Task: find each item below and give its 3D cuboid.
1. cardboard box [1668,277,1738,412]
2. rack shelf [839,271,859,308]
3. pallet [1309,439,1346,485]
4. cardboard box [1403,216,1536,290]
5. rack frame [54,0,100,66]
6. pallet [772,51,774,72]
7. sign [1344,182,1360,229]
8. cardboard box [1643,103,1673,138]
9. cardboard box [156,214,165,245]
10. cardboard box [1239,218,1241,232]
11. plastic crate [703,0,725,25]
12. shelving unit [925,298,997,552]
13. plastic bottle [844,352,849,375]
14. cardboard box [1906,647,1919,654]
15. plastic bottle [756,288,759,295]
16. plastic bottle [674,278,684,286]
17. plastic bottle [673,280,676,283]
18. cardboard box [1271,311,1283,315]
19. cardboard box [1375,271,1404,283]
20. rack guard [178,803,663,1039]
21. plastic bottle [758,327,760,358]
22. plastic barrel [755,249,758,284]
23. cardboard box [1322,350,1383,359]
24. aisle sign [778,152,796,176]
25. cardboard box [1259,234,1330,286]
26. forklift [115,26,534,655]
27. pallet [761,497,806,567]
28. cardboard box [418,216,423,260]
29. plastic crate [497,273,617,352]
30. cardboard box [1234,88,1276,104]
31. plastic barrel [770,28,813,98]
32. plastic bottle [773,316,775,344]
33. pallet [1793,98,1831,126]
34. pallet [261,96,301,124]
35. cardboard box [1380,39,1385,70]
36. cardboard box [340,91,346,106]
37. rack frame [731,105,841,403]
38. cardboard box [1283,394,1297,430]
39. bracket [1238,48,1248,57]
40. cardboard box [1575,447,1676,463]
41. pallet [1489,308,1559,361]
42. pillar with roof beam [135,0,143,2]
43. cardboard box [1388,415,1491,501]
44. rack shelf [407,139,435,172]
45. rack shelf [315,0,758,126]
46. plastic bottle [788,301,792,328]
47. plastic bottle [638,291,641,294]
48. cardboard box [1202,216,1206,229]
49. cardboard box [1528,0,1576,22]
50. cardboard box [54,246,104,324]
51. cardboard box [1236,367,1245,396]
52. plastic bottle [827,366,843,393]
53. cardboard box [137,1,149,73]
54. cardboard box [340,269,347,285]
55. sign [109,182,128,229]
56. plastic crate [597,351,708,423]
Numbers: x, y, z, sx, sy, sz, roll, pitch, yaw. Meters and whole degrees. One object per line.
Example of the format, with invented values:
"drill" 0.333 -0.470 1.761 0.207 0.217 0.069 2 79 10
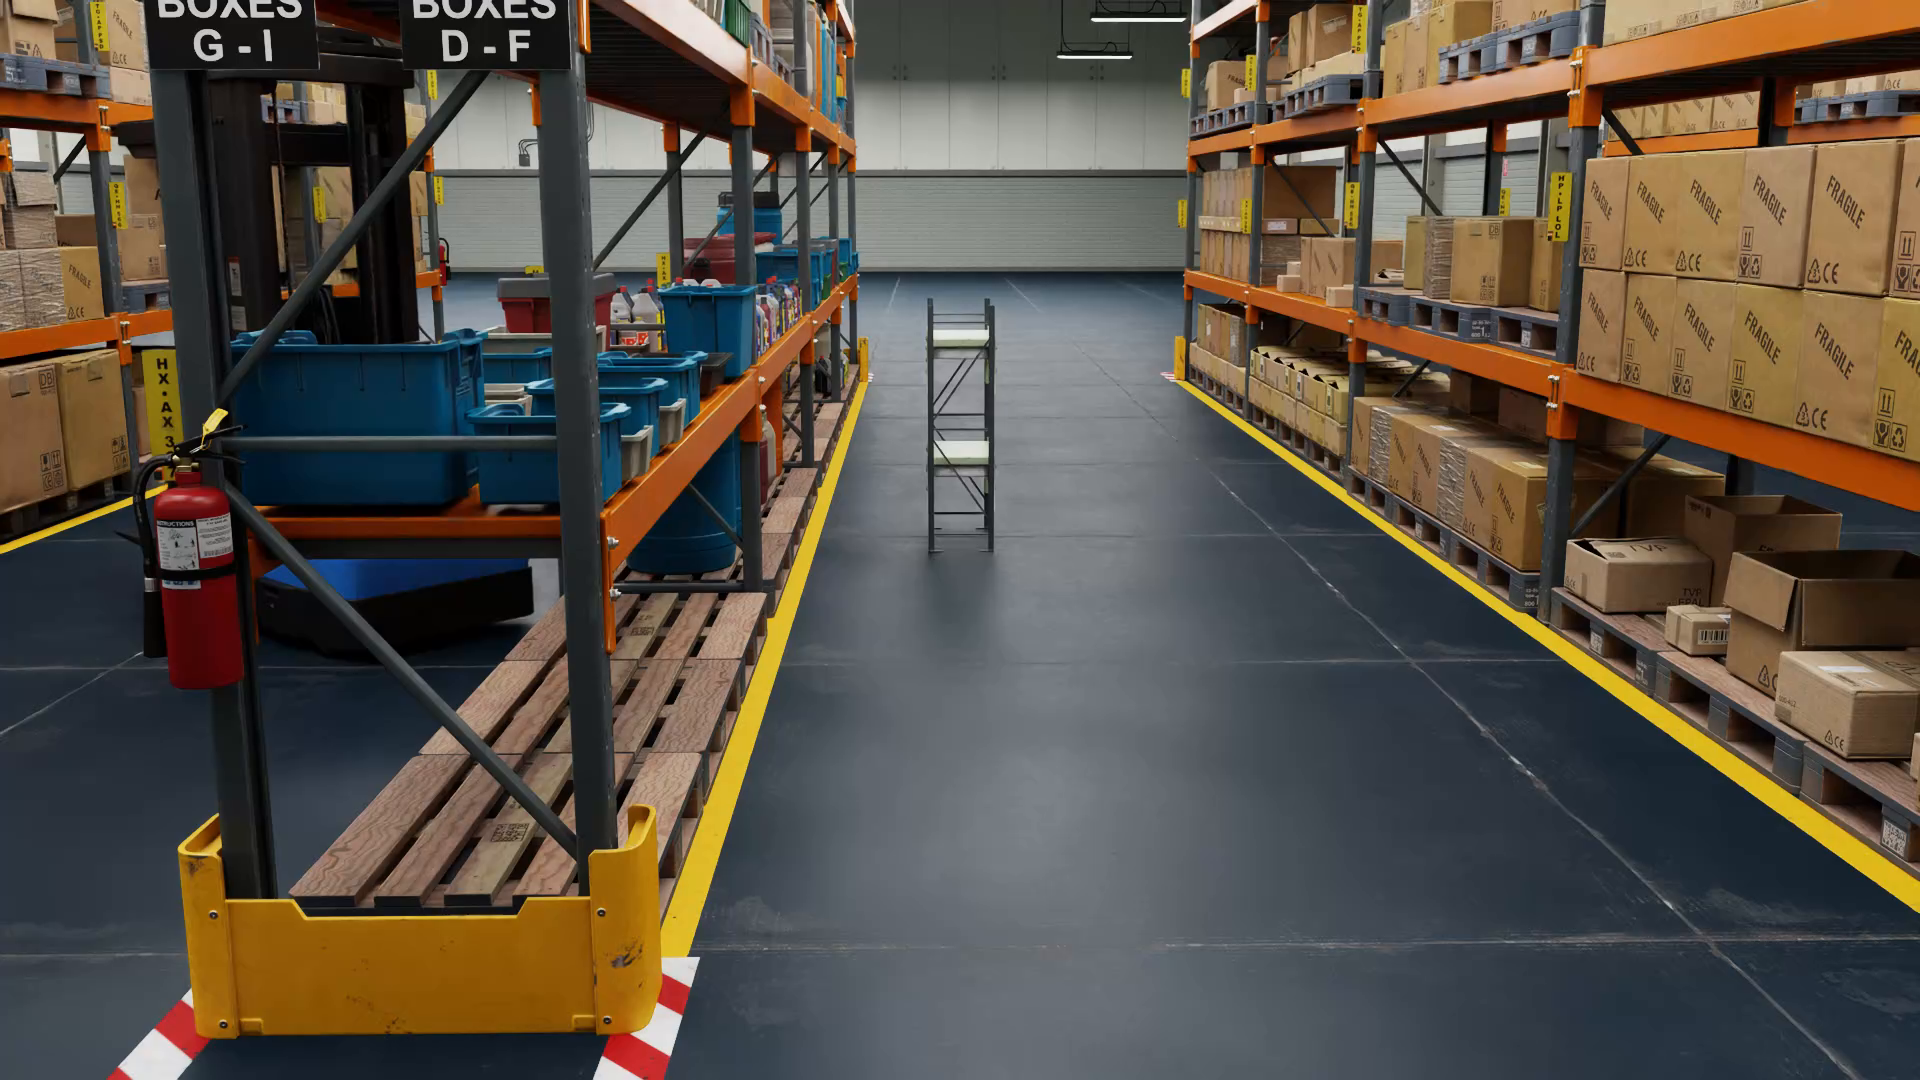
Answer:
"cardboard box" 3.218 -0.793 6.673 0.500 0.500 0.500 0 11 -1
"rack shelf" -1.701 -2.664 17.953 1.077 0.370 4.000 0 11 -1
"pallet" 3.397 -0.640 13.184 1.003 0.211 1.213 0 11 -1
"cardboard box" 3.501 -1.973 11.433 0.700 0.500 0.500 -4 12 -20
"rack frame" -6.529 -4.743 11.306 1.000 3.000 0.127 0 11 -1
"pallet" -1.635 -2.787 9.681 1.003 0.211 1.213 0 11 -1
"sign" 2.820 -2.407 11.970 0.100 0.325 0.005 0 11 -1
"cardboard box" 7.909 -4.706 18.363 0.500 0.500 0.500 0 11 1
"cardboard box" -6.484 -2.510 14.073 0.797 0.503 0.637 1 12 5
"cardboard box" 3.055 -3.212 16.962 0.380 0.149 0.250 0 11 -1
"plastic crate" -1.088 -2.118 6.573 0.293 0.136 0.466 0 11 -1
"shelving unit" 0.000 -0.736 10.417 0.431 1.500 0.755 0 11 -1
"plastic bottle" -1.246 -1.912 18.163 0.061 0.283 0.133 0 11 0
"cardboard box" 3.792 0.571 6.009 0.500 0.250 0.500 0 11 -1
"plastic bottle" -1.259 -1.423 10.322 0.061 0.283 0.133 0 11 -1
"plastic bottle" -1.714 -1.432 10.196 0.144 0.351 0.185 0 11 -1
"plastic bottle" -1.930 -1.613 11.261 0.061 0.283 0.133 0 11 -1
"cardboard box" 3.575 -2.156 17.616 0.500 0.500 0.500 0 11 -1
"cardboard box" 3.411 -1.872 12.465 0.500 0.311 0.500 0 11 2
"rack guard" -1.399 0.997 4.389 1.175 0.500 0.348 0 11 -1
"plastic bottle" -1.099 -1.055 8.714 0.097 0.201 0.097 0 11 0
"plastic barrel" -1.821 -2.166 13.408 0.421 0.512 0.421 0 11 0
"cardboard box" 3.604 -1.588 15.294 0.500 0.311 0.500 0 11 0
"aisle sign" -2.037 -4.701 19.647 0.394 0.787 0.004 0 11 -1
"cardboard box" 3.277 -2.775 16.443 0.700 0.500 0.500 -1 11 -3
"forklift" -3.583 -1.122 8.718 3.031 2.935 1.130 10 15 41
"pallet" -1.497 -0.058 10.316 1.003 0.211 1.213 0 11 -1
"cardboard box" -6.711 -3.479 19.162 0.875 0.500 0.500 0 11 -1
"plastic crate" -1.727 -0.910 7.191 0.402 0.464 0.583 0 11 -1
"cardboard box" 2.994 -4.498 16.866 0.380 0.149 0.250 0 11 -1
"plastic barrel" -1.277 -3.411 12.004 0.421 0.512 0.421 0 11 0
"plastic bottle" -1.117 -1.232 9.586 0.097 0.201 0.097 0 11 0
"pallet" 8.151 -3.914 15.236 1.213 0.211 1.003 0 11 -1
"pallet" -6.706 -3.853 14.935 1.213 0.211 1.003 0 11 -1
"cardboard box" 3.309 -3.535 12.217 0.500 0.250 0.500 -1 12 -5
"cardboard box" -6.335 -4.465 16.851 0.380 0.149 0.250 0 11 -2
"rack frame" -1.660 -2.619 15.922 1.000 3.000 0.127 0 11 -1
"cardboard box" 3.085 -1.109 14.343 0.500 0.250 0.500 0 11 0
"bracket" 8.075 -13.902 47.400 0.235 0.232 0.430 0 11 -1
"cardboard box" 3.669 -0.242 9.386 0.500 0.500 0.500 0 11 0
"pallet" 3.550 -1.113 8.984 1.003 0.211 1.213 0 11 -1
"pillar with roof beam" -18.767 -12.111 47.621 9.100 9.000 0.548 0 11 -1
"cardboard box" 3.121 -0.538 10.848 0.500 0.500 0.500 0 11 -2
"rack shelf" -6.653 -4.113 17.554 1.077 0.370 4.000 0 11 -1
"rack shelf" -1.453 -1.748 5.897 1.077 0.370 4.000 0 11 -1
"plastic bottle" -1.143 -1.482 10.818 0.097 0.201 0.097 0 11 0
"plastic bottle" -1.902 -1.340 9.911 0.061 0.283 0.133 0 11 -1
"cardboard box" 3.011 -3.669 19.216 0.380 0.149 0.250 -1 11 -3
"cardboard box" 3.484 -3.055 8.969 0.600 0.600 0.600 0 11 -2
"cardboard box" -6.271 -1.755 11.414 0.500 0.500 0.500 0 11 1
"cardboard box" 3.064 -1.588 16.700 0.500 0.250 0.500 0 11 -1
"plastic bottle" -1.262 -1.629 16.786 0.152 0.276 0.135 0 11 1
"cardboard box" -6.289 -3.762 12.507 0.500 0.500 0.500 0 11 -1
"cardboard box" -6.341 -2.618 16.553 0.380 0.149 0.250 0 11 -1
"sign" -5.974 -2.373 11.802 0.100 0.325 0.005 0 11 -1
"plastic crate" -1.121 -0.552 6.007 0.416 0.233 0.300 0 11 -1
